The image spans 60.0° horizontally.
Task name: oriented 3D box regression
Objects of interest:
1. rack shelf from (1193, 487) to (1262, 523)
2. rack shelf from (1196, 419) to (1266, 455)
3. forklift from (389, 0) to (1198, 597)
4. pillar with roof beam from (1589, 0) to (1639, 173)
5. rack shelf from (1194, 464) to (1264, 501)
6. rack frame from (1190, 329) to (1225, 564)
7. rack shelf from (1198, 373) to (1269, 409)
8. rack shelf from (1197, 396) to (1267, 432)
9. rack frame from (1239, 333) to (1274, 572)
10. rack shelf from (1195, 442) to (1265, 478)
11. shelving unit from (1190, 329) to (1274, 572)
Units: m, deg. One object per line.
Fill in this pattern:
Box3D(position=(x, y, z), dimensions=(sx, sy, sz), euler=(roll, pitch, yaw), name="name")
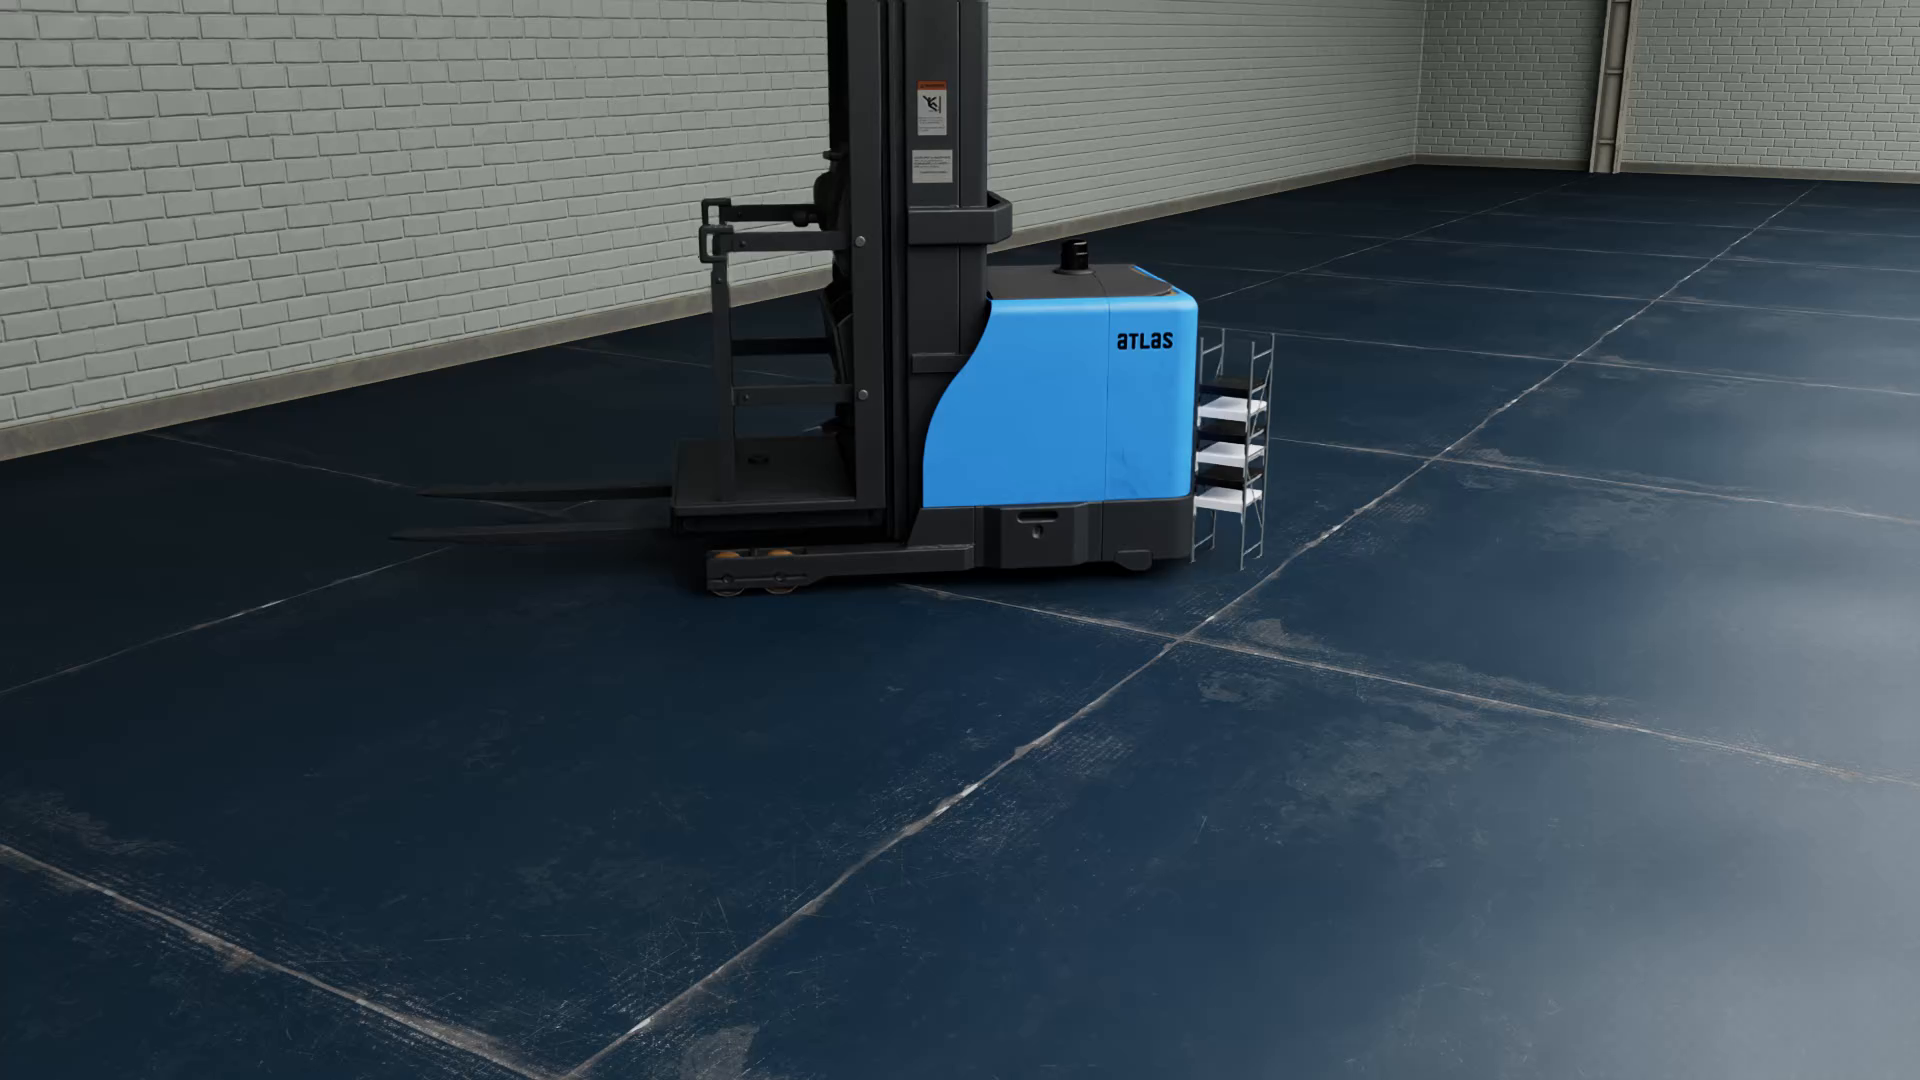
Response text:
Box3D(position=(1.061, -0.148, 6.552), dimensions=(0.200, 0.077, 0.258), euler=(10, 19, 28), name="rack shelf")
Box3D(position=(1.061, -0.406, 6.474), dimensions=(0.200, 0.077, 0.258), euler=(10, 19, 28), name="rack shelf")
Box3D(position=(-0.658, -1.354, 6.296), dimensions=(3.031, 2.935, 1.130), euler=(-2, 17, -8), name="forklift")
Box3D(position=(7.568, -8.847, 20.524), dimensions=(0.400, 9.000, 9.100), euler=(10, 20, 30), name="pillar with roof beam")
Box3D(position=(1.061, -0.234, 6.526), dimensions=(0.200, 0.077, 0.258), euler=(10, 19, 28), name="rack shelf")
Box3D(position=(0.973, -0.367, 6.538), dimensions=(0.006, 0.900, 0.240), euler=(10, 19, 28), name="rack frame")
Box3D(position=(1.061, -0.578, 6.421), dimensions=(0.200, 0.077, 0.258), euler=(10, 19, 28), name="rack shelf")
Box3D(position=(1.061, -0.492, 6.447), dimensions=(0.200, 0.077, 0.258), euler=(10, 19, 28), name="rack shelf")
Box3D(position=(1.149, -0.337, 6.442), dimensions=(0.006, 0.900, 0.240), euler=(10, 19, 28), name="rack frame")
Box3D(position=(1.061, -0.320, 6.500), dimensions=(0.200, 0.077, 0.258), euler=(10, 19, 28), name="rack shelf")
Box3D(position=(1.061, -0.352, 6.490), dimensions=(0.210, 0.900, 0.258), euler=(10, 19, 28), name="shelving unit")
